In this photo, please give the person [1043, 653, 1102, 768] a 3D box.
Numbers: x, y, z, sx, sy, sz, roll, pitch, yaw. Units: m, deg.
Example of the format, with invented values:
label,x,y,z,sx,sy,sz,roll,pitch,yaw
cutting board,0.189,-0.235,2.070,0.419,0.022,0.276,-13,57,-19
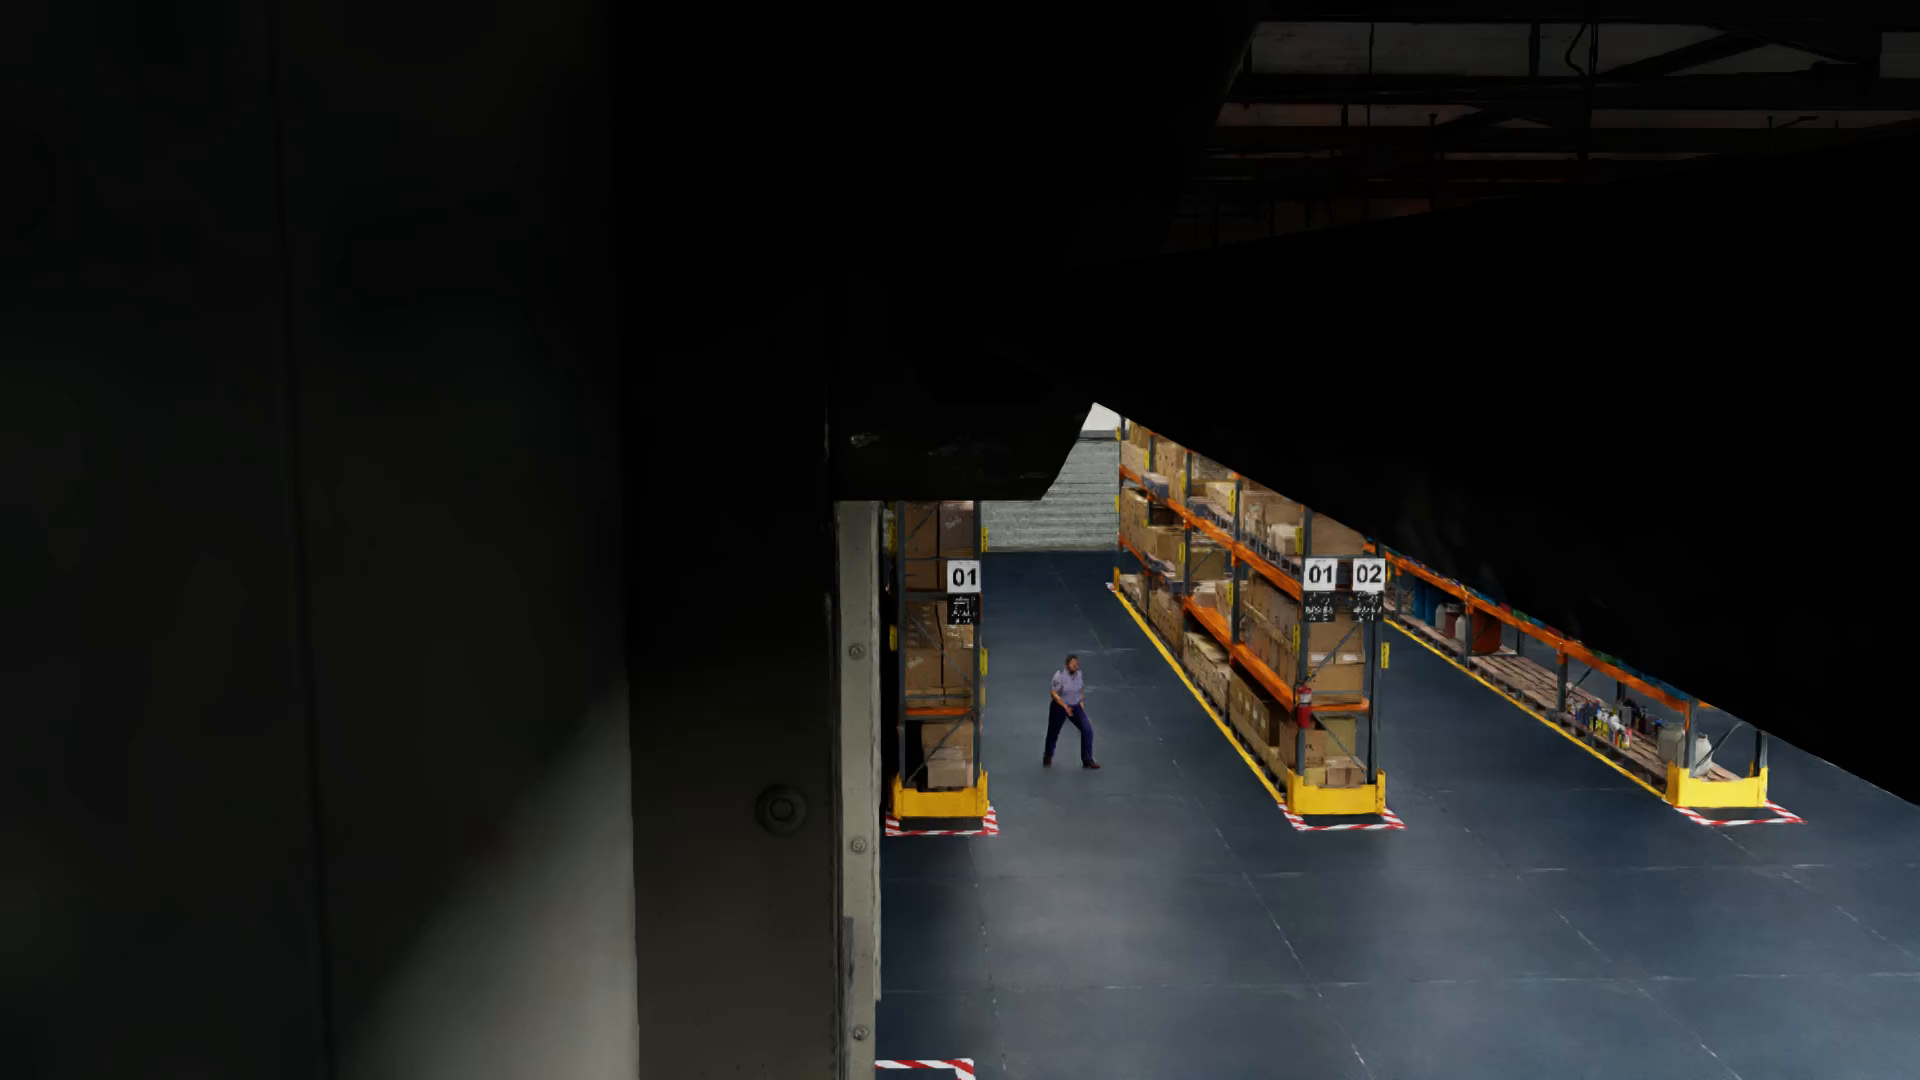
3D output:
label,x,y,z,sx,sy,sz,roll,pitch,yaw
person,1.487,2.299,22.627,0.653,1.588,0.763,-4,9,-23
